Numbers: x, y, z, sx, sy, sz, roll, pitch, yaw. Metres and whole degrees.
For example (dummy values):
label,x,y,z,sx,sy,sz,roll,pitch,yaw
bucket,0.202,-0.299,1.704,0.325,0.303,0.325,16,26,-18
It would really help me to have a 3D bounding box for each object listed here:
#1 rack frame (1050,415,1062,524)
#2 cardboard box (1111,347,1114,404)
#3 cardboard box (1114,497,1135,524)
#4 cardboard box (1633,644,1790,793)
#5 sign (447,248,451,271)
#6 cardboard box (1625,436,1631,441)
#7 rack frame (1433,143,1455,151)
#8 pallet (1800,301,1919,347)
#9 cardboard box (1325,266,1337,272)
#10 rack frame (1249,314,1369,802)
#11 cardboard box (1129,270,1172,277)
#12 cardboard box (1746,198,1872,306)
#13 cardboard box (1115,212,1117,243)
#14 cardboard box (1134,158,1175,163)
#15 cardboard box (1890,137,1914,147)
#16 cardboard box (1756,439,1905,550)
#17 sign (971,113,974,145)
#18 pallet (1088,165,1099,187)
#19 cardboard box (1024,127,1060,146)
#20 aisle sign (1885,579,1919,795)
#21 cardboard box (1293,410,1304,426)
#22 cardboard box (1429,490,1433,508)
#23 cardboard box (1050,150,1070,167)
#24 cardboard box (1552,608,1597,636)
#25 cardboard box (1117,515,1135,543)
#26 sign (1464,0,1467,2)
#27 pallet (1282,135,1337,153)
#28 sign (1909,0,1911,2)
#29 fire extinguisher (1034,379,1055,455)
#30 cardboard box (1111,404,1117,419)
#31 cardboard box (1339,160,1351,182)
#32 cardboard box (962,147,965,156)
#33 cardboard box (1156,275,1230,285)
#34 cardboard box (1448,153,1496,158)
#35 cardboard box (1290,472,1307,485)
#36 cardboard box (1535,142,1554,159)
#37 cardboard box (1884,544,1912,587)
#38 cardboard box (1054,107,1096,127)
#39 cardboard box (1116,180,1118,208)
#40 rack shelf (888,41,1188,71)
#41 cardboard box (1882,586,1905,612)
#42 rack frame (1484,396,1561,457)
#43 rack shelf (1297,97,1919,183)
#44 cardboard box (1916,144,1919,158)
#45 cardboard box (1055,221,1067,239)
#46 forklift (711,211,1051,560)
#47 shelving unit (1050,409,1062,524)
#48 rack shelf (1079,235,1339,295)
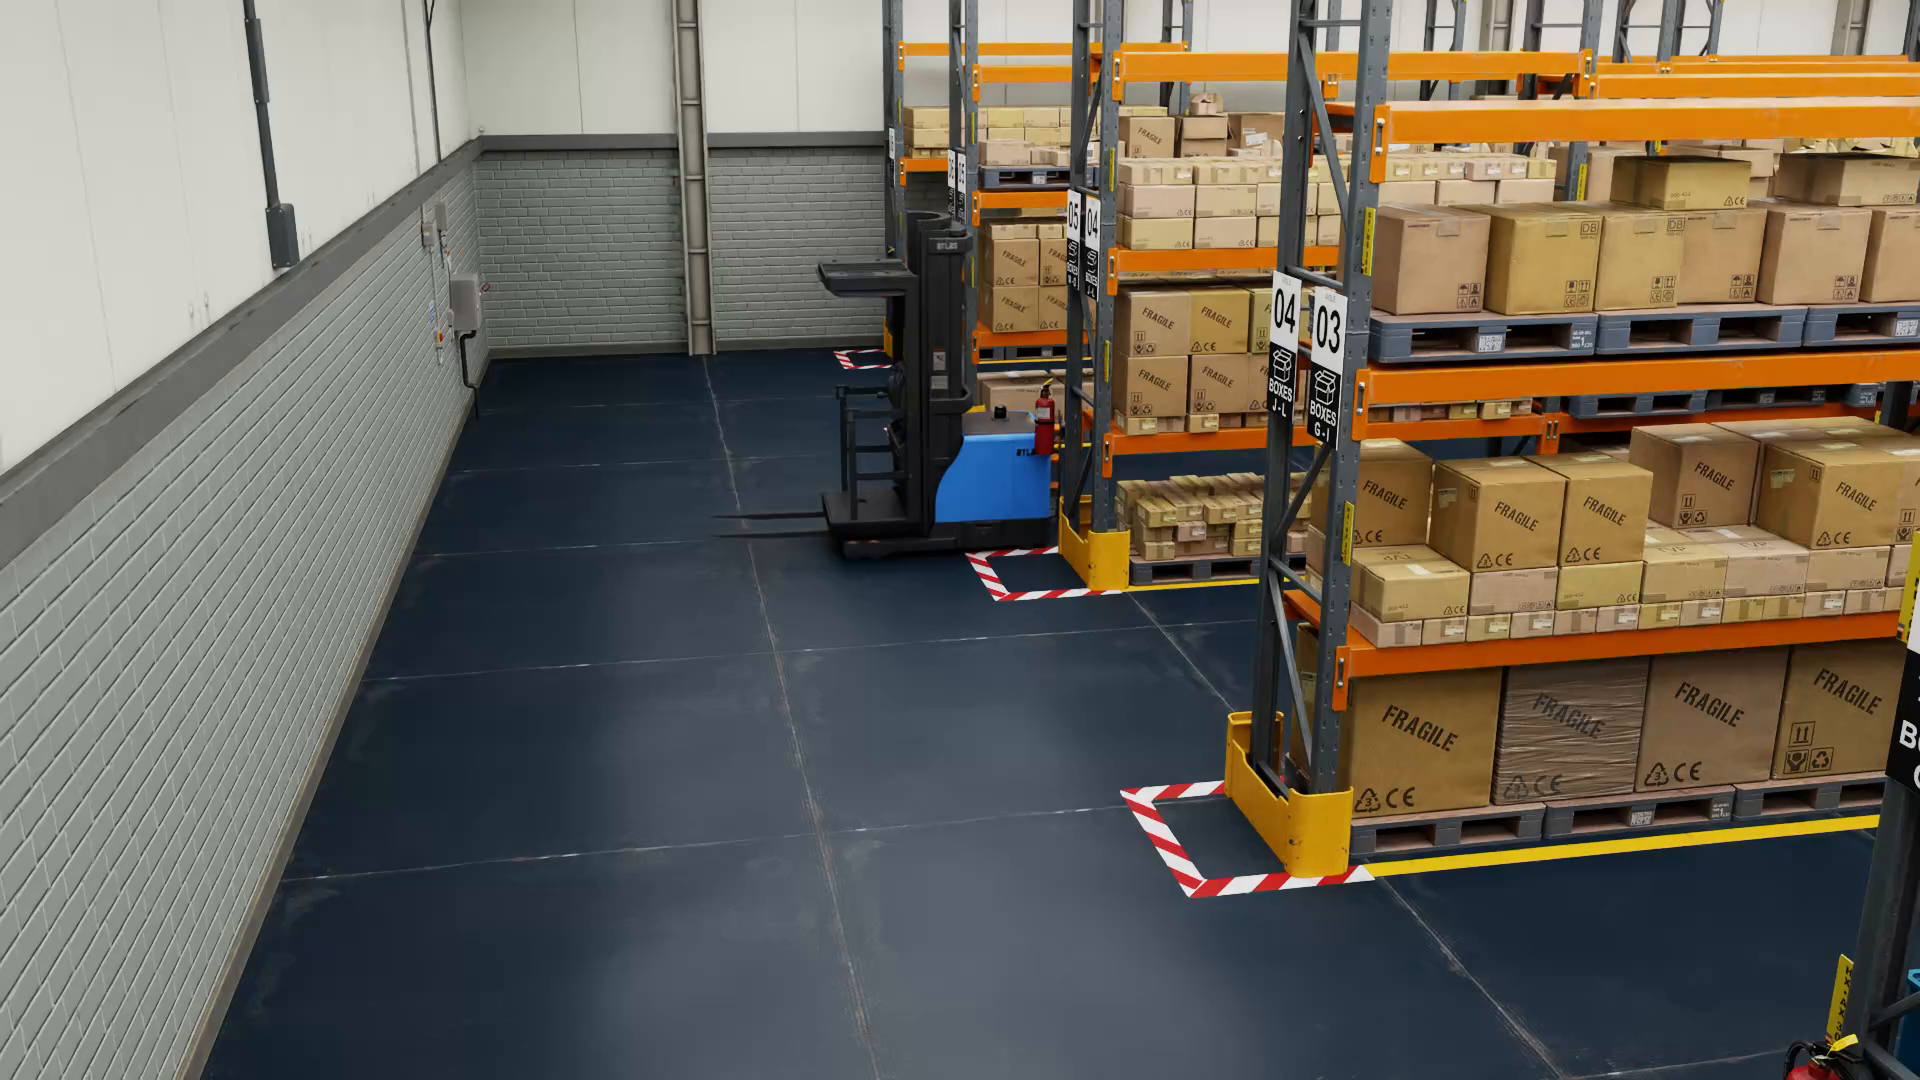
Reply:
label,x,y,z,sx,sy,sz,roll,pitch,yaw
rack frame,0.843,-0.656,15.595,0.200,1.050,0.008,0,17,-1
cardboard box,1.465,-1.467,14.241,0.500,0.500,0.500,-3,17,-9
cardboard box,1.536,-0.270,14.653,0.250,0.149,0.380,-4,17,-12
cardboard box,4.294,0.914,10.070,0.875,0.875,0.875,-3,17,-10
sign,-5.946,-3.259,19.346,0.001,0.242,0.339,-3,17,-10
cardboard box,6.298,-0.760,14.881,0.500,0.250,0.500,-3,17,-9
rack frame,6.943,-4.475,24.712,0.127,3.000,1.000,-3,17,-10
pallet,5.036,-1.314,9.462,1.213,0.211,1.003,-3,17,-10
cardboard box,4.448,-3.289,18.977,0.500,0.500,0.500,-3,17,-10
rack frame,1.914,0.258,9.302,0.127,3.000,1.000,-3,17,-10
cardboard box,2.059,-3.159,18.554,0.500,0.500,0.500,-3,17,-10
cardboard box,4.555,-1.606,9.205,0.500,0.500,0.700,-2,17,-8
cardboard box,1.469,-2.642,13.888,0.500,0.250,0.500,-4,17,-12
cardboard box,1.599,-3.064,13.735,0.250,0.149,0.380,-3,17,-10
cardboard box,11.270,-4.756,20.058,0.500,0.250,0.500,-4,17,-12
cardboard box,4.948,-0.265,9.475,0.500,0.500,0.500,-3,17,-10
sign,0.133,-4.328,17.501,0.005,0.325,0.100,-3,17,-10
pallet,1.961,-4.104,18.545,1.213,0.211,1.003,-3,17,-10
cardboard box,1.080,-5.575,22.932,0.500,0.250,0.500,-4,17,-11
aisle sign,2.727,0.362,4.534,0.004,0.787,0.394,-3,17,-10
cardboard box,2.716,-1.075,14.067,0.250,0.149,0.380,-4,17,-12
cardboard box,3.944,-0.395,14.553,0.250,0.149,0.380,-3,17,-9
cardboard box,1.146,-4.156,18.105,0.250,0.149,0.380,-3,17,-8
cardboard box,3.334,0.395,9.282,0.250,0.149,0.380,-4,17,-12
cardboard box,1.549,-0.105,14.624,0.250,0.149,0.380,-3,17,-10
sign,7.056,-7.672,23.175,0.005,0.325,0.100,-3,17,-10
pallet,4.687,-5.671,23.817,1.003,0.211,1.213,-3,17,-10
sign,14.699,-8.471,25.644,0.005,0.325,0.100,-3,17,-10
fire extinguisher,0.737,-1.082,14.429,0.183,0.674,0.296,-3,17,-10
cardboard box,1.339,-1.157,14.337,0.250,0.149,0.380,-3,17,-10
cardboard box,3.234,-2.997,13.514,0.250,0.149,0.380,-4,17,-11
cardboard box,-0.047,-5.326,22.800,0.250,0.149,0.380,-3,17,-10
cardboard box,1.972,-1.971,14.179,0.500,0.500,0.500,-4,17,-12
cardboard box,4.394,-3.240,14.307,0.250,0.149,0.380,-4,18,-13
cardboard box,3.083,-0.484,14.843,0.250,0.149,0.380,-3,17,-10
cardboard box,6.603,-4.438,18.994,0.258,0.266,0.396,-4,17,-12
cardboard box,5.458,0.065,9.680,0.500,0.250,0.500,-4,17,-11
cardboard box,1.570,-5.842,22.950,0.500,0.250,0.500,-3,17,-9
cardboard box,1.476,-2.878,13.806,0.500,0.250,0.500,-4,17,-12
rack shelf,1.052,-6.664,22.850,4.000,0.370,1.077,-3,17,-10
cardboard box,5.351,0.281,9.655,0.250,0.149,0.380,-3,17,-9
rack frame,5.000,-1.401,14.701,0.127,3.000,1.000,-3,17,-10
rack shelf,3.878,-2.186,8.948,4.000,0.370,1.077,-3,17,-10
cardboard box,8.579,-3.374,14.542,0.258,0.266,0.396,-3,17,-10
cardboard box,1.211,-3.411,18.270,0.250,0.149,0.380,-4,17,-12
forklift,-0.740,-1.389,14.781,3.031,2.935,1.130,-2,17,-8
shelving unit,0.842,-0.692,15.711,0.215,1.050,0.252,0,17,-1
rack shelf,3.036,-2.379,14.004,4.000,0.370,1.077,-3,17,-10
